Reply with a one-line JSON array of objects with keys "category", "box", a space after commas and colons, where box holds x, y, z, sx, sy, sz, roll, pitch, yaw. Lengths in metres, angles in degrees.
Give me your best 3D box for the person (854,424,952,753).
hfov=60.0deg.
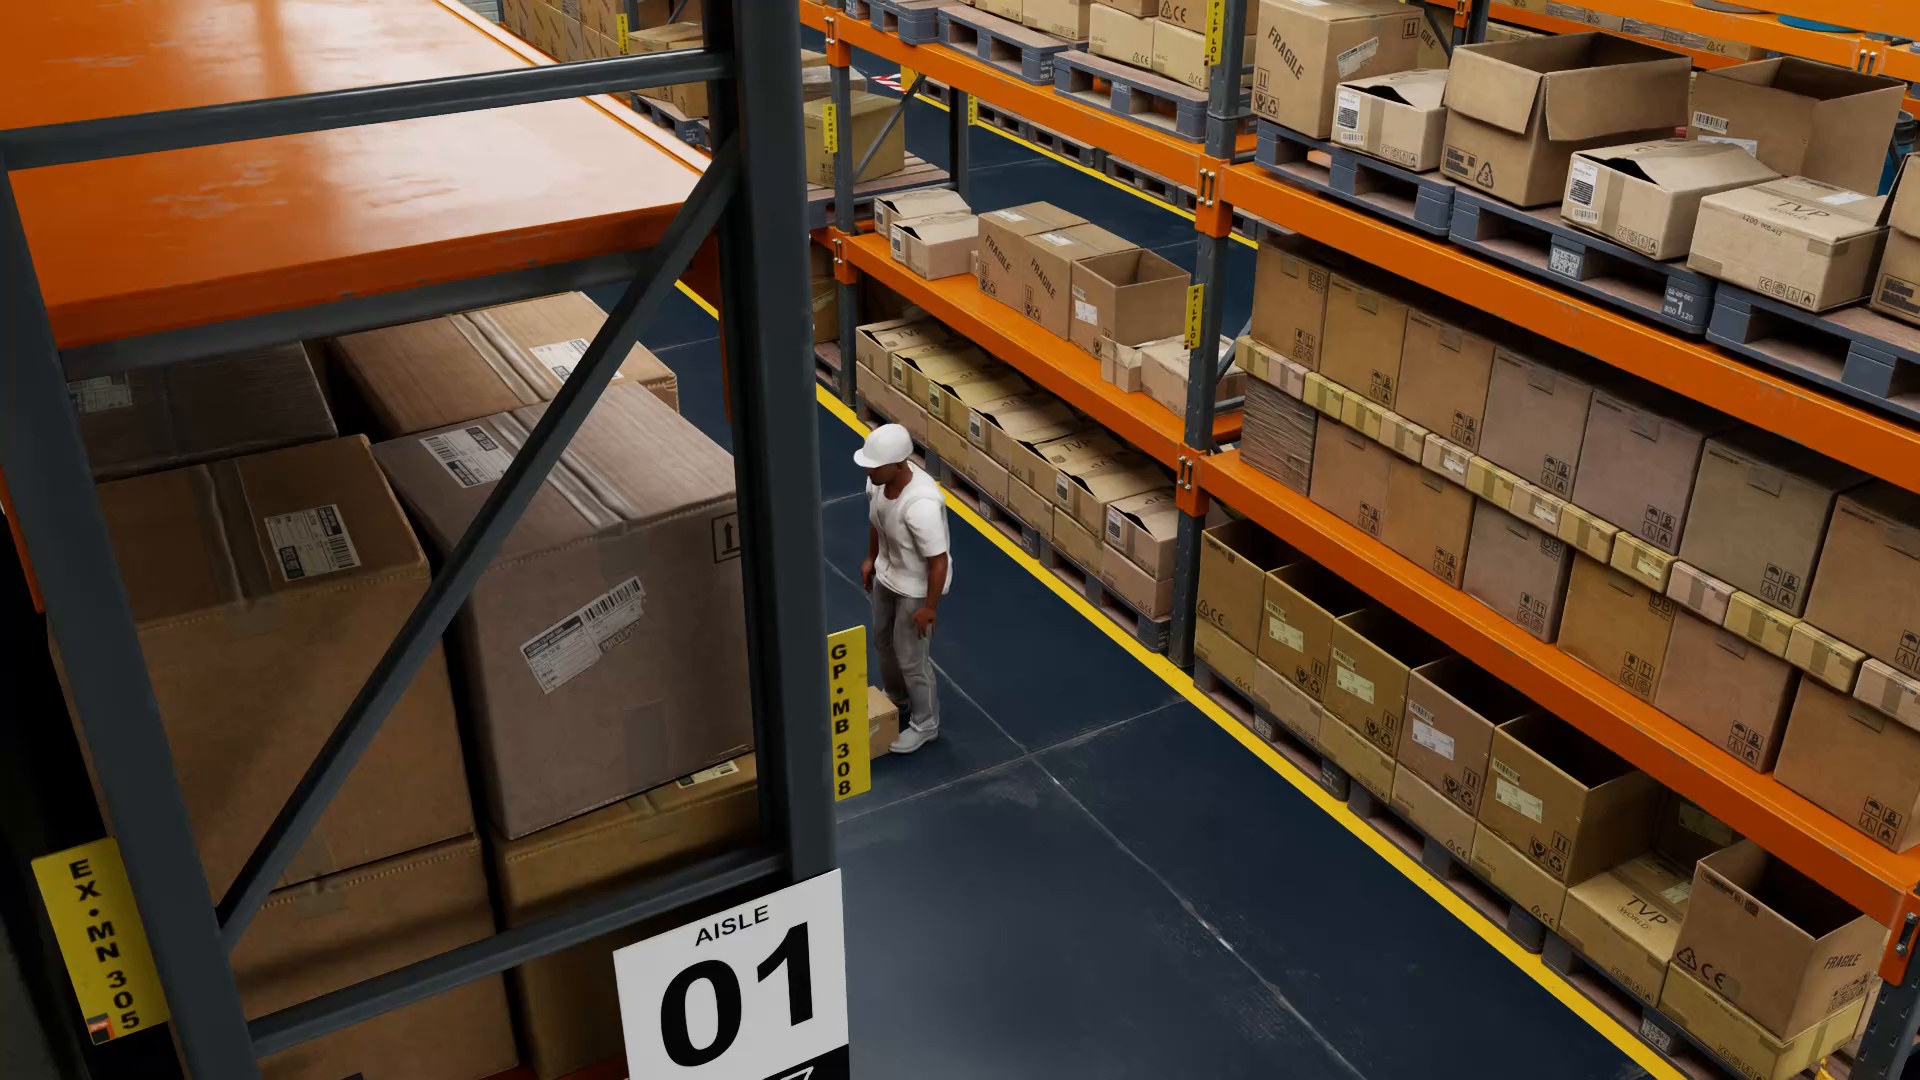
[{"category": "person", "box": [-0.292, 0.216, 8.153, 0.463, 1.760, 0.632, -16, 33, -27]}]
